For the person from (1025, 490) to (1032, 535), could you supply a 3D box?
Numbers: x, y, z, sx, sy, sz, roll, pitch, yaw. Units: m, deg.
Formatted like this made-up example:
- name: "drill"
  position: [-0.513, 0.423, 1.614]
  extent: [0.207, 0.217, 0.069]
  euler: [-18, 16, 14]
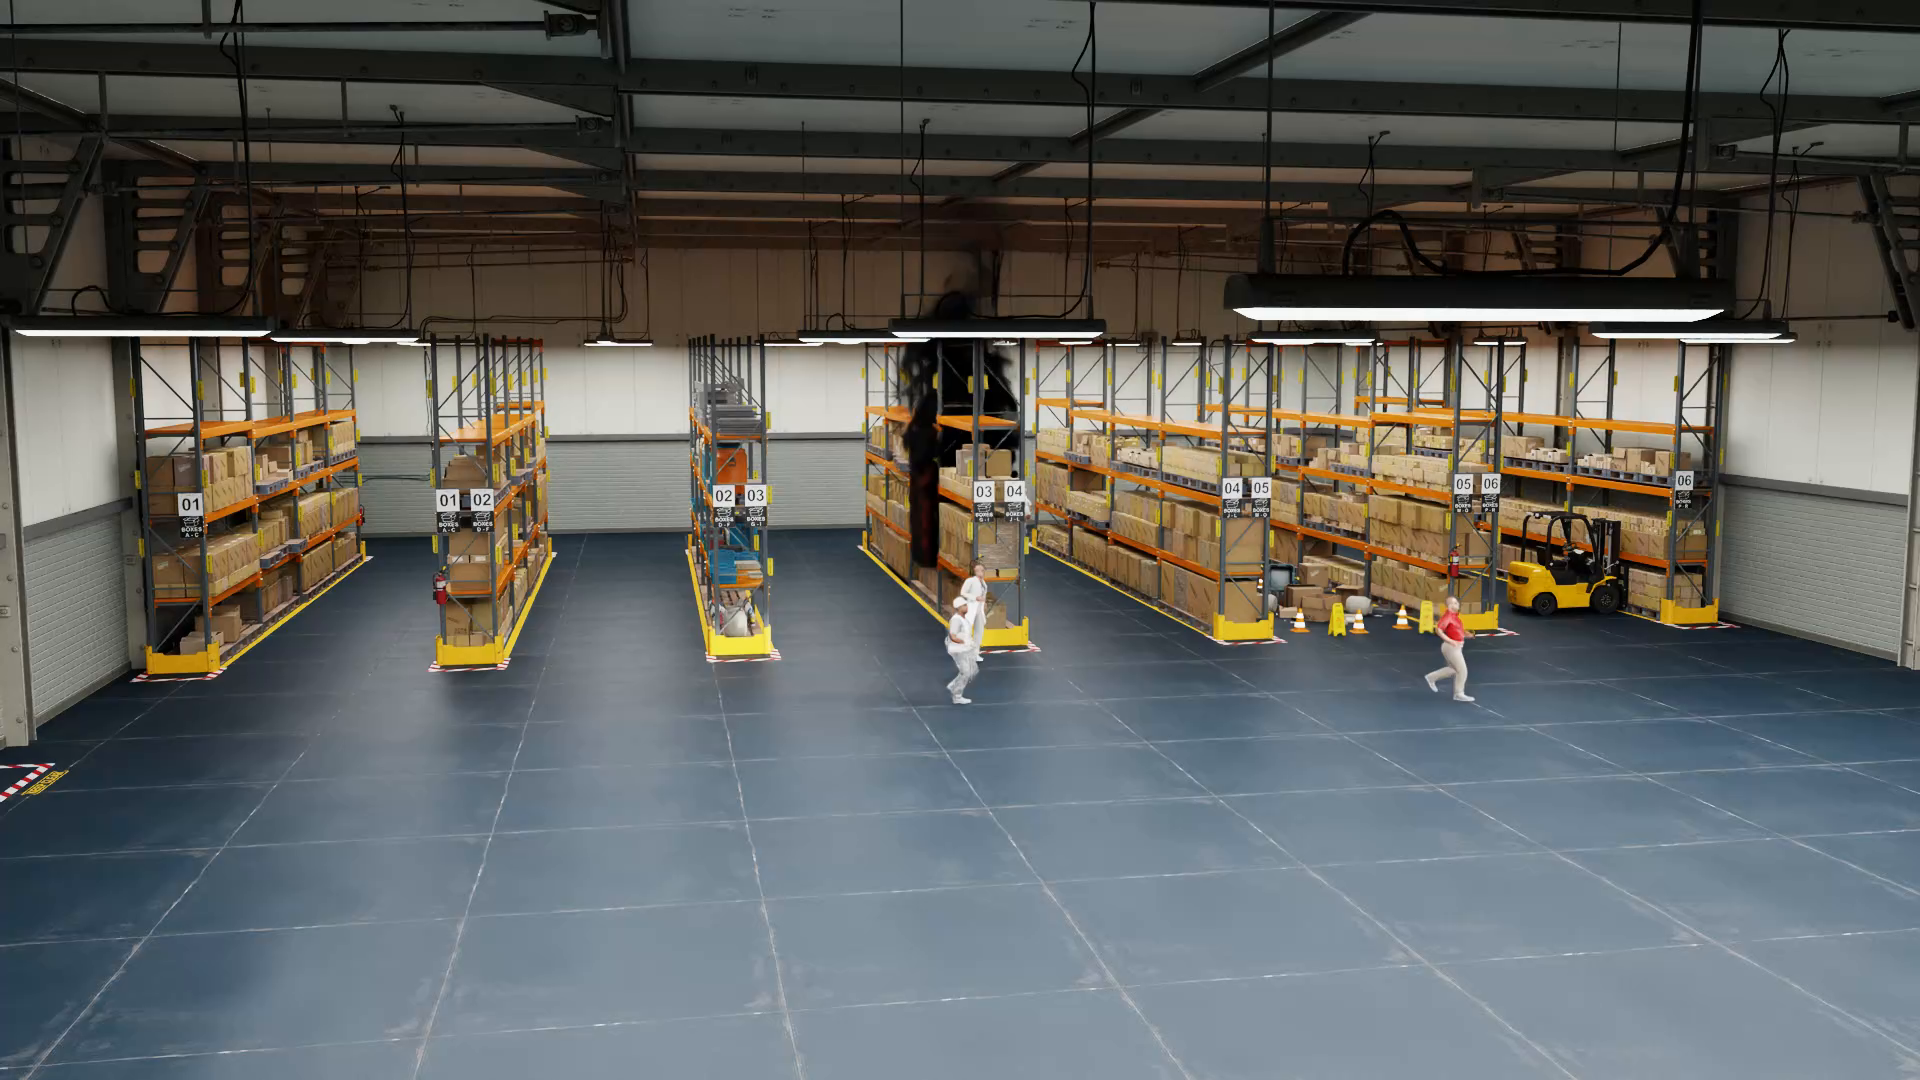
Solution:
- name: "person"
  position: [1.716, -0.758, 49.815]
  extent: [0.812, 1.572, 0.808]
  euler: [-1, 7, -5]

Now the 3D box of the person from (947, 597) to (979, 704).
- name: "person"
  position: [0.057, 1.788, 26.866]
  extent: [0.587, 1.742, 0.698]
  euler: [2, 7, 14]

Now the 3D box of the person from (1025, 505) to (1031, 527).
- name: "person"
  position: [1.614, -0.330, 45.369]
  extent: [0.664, 1.800, 0.718]
  euler: [-1, 7, -9]

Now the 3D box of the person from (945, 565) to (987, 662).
- name: "person"
  position: [0.257, 1.327, 30.922]
  extent: [0.717, 1.735, 0.997]
  euler: [-6, 9, -43]

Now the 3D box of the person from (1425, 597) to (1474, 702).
- name: "person"
  position: [8.023, 1.773, 27.189]
  extent: [0.809, 1.689, 0.675]
  euler: [3, 7, 26]
